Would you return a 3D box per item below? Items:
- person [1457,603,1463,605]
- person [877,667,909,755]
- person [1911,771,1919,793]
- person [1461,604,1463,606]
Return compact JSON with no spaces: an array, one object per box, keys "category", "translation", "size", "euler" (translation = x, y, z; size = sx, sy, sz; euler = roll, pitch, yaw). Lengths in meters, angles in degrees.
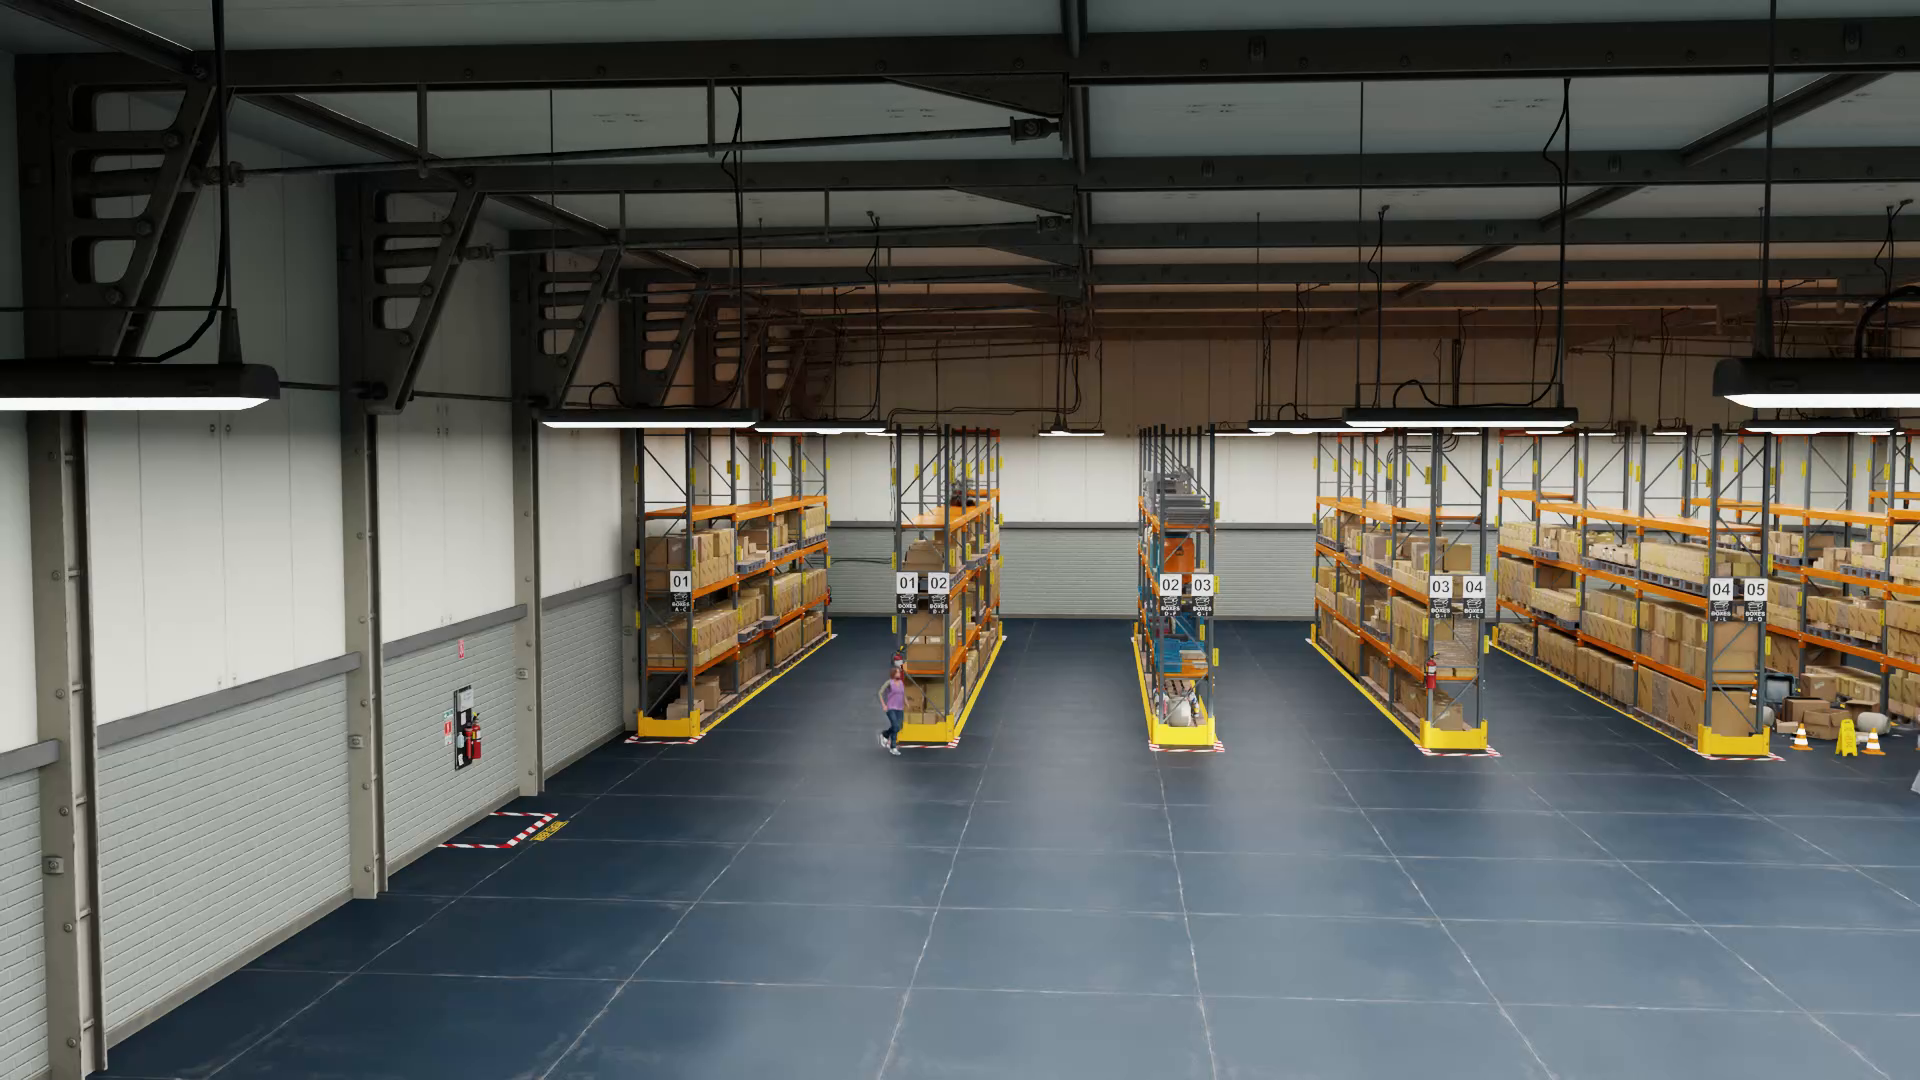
[{"category":"person","translation":[13.530,2.175,45.067],"size":[0.586,1.636,0.935],"euler":[1,4,15]},{"category":"person","translation":[-1.212,3.111,30.388],"size":[0.594,1.565,0.592],"euler":[-3,5,-41]},{"category":"person","translation":[15.577,3.273,26.534],"size":[0.556,1.716,0.652],"euler":[-3,4,-39]},{"category":"person","translation":[13.400,2.241,43.747],"size":[0.621,1.599,0.800],"euler":[1,4,15]}]
